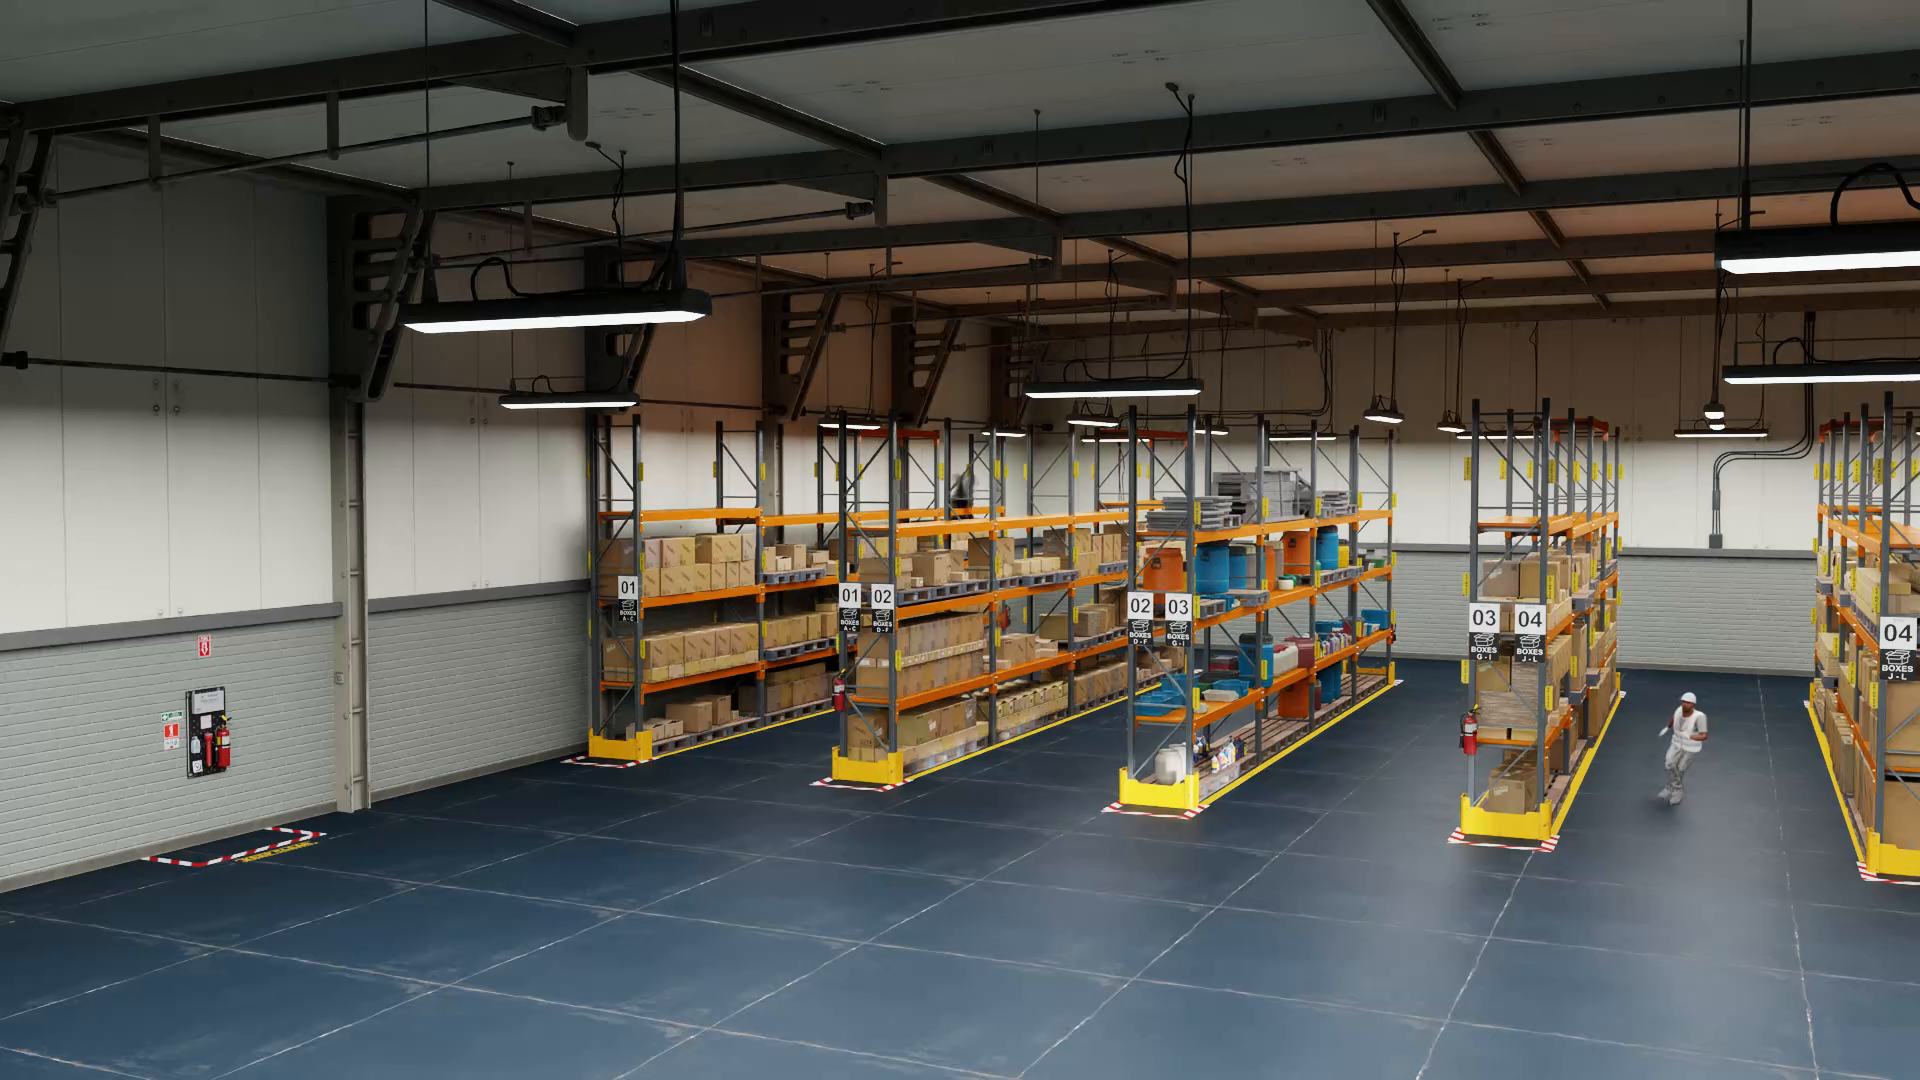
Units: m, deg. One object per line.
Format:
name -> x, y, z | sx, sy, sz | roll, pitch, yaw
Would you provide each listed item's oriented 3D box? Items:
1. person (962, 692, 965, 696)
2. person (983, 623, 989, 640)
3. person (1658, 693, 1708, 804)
person -> -0.083, 2.764, 34.617 | 0.552, 1.644, 0.566 | 0, 2, -9
person -> 0.741, 2.668, 39.527 | 0.554, 1.434, 0.831 | 2, 3, 33
person -> 10.838, 3.105, 24.978 | 0.817, 1.677, 0.724 | 2, 3, 41
